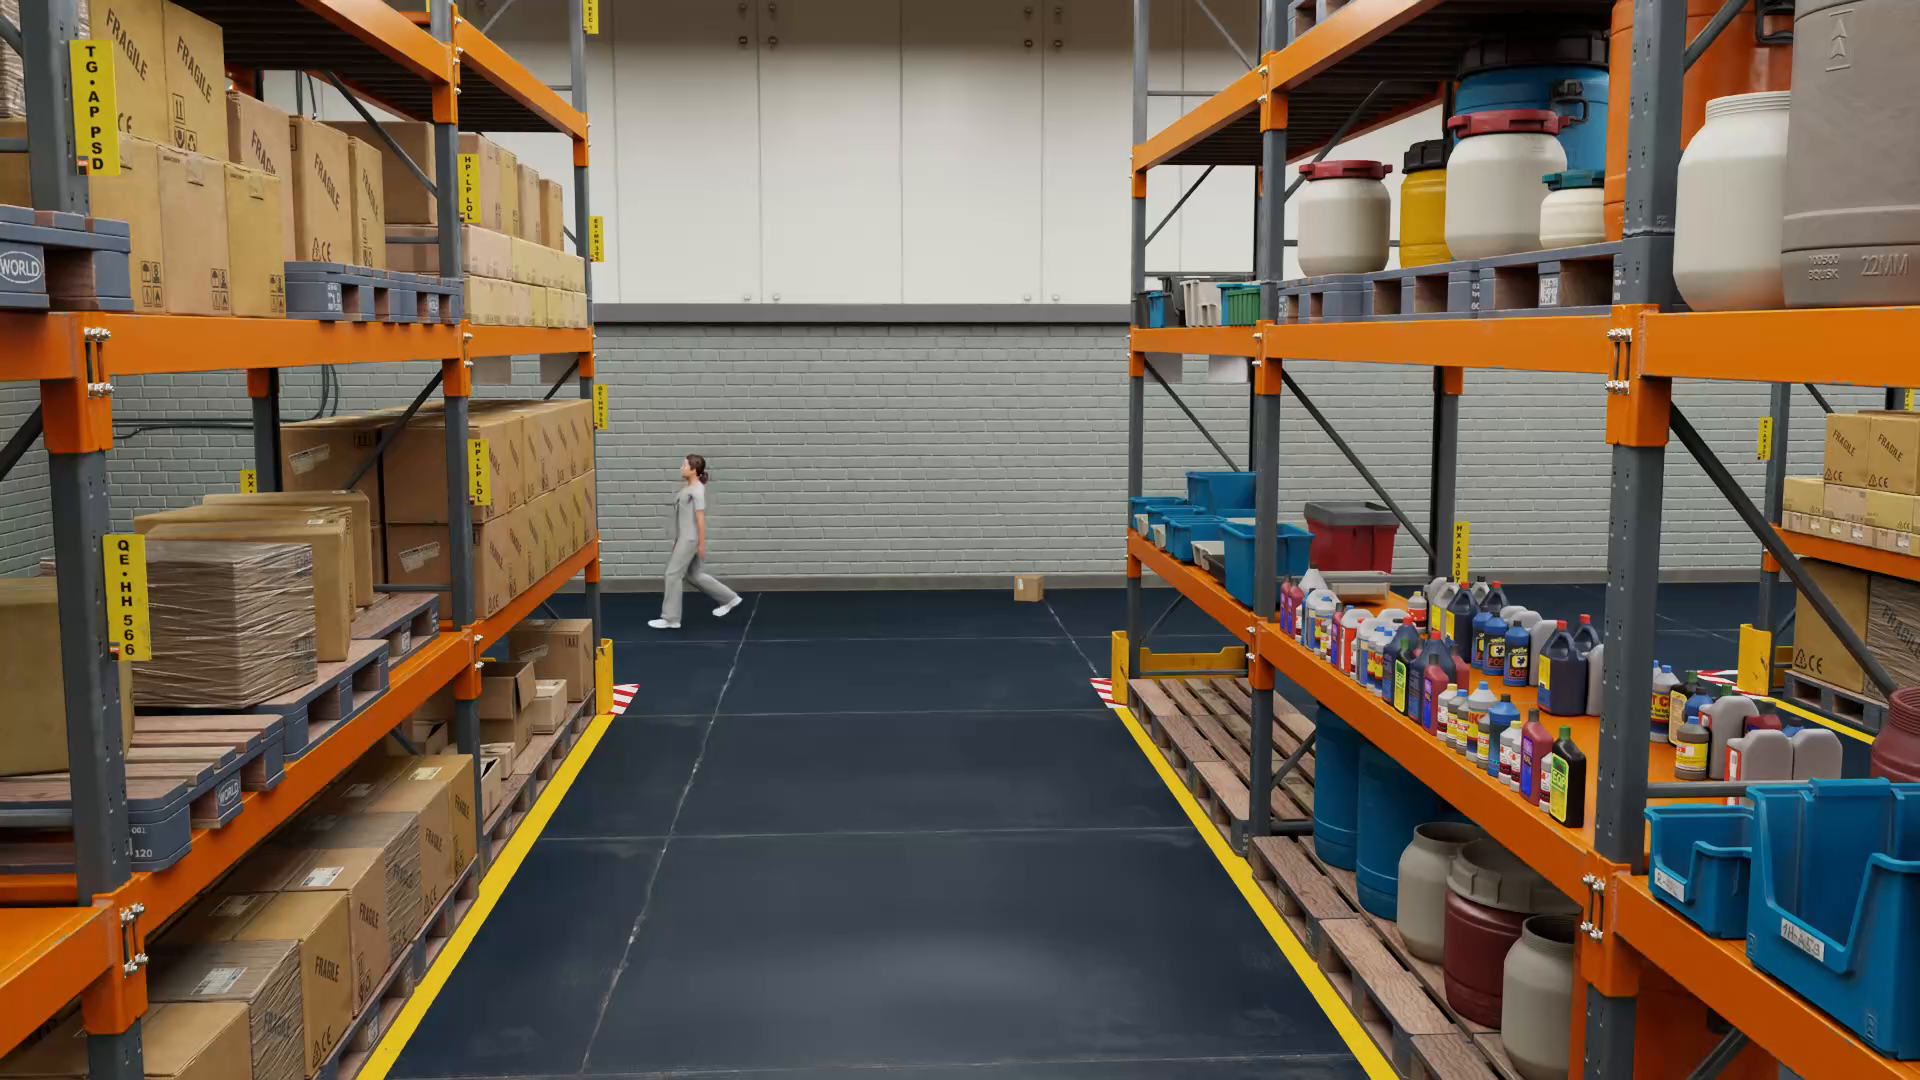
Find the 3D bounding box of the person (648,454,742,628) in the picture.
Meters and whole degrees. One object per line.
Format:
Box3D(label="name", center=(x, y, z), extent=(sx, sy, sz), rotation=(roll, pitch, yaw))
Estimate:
Box3D(label="person", center=(-2.515, 0.000, 15.724), extent=(0.907, 1.635, 0.446), rotation=(-2, 7, -17))
